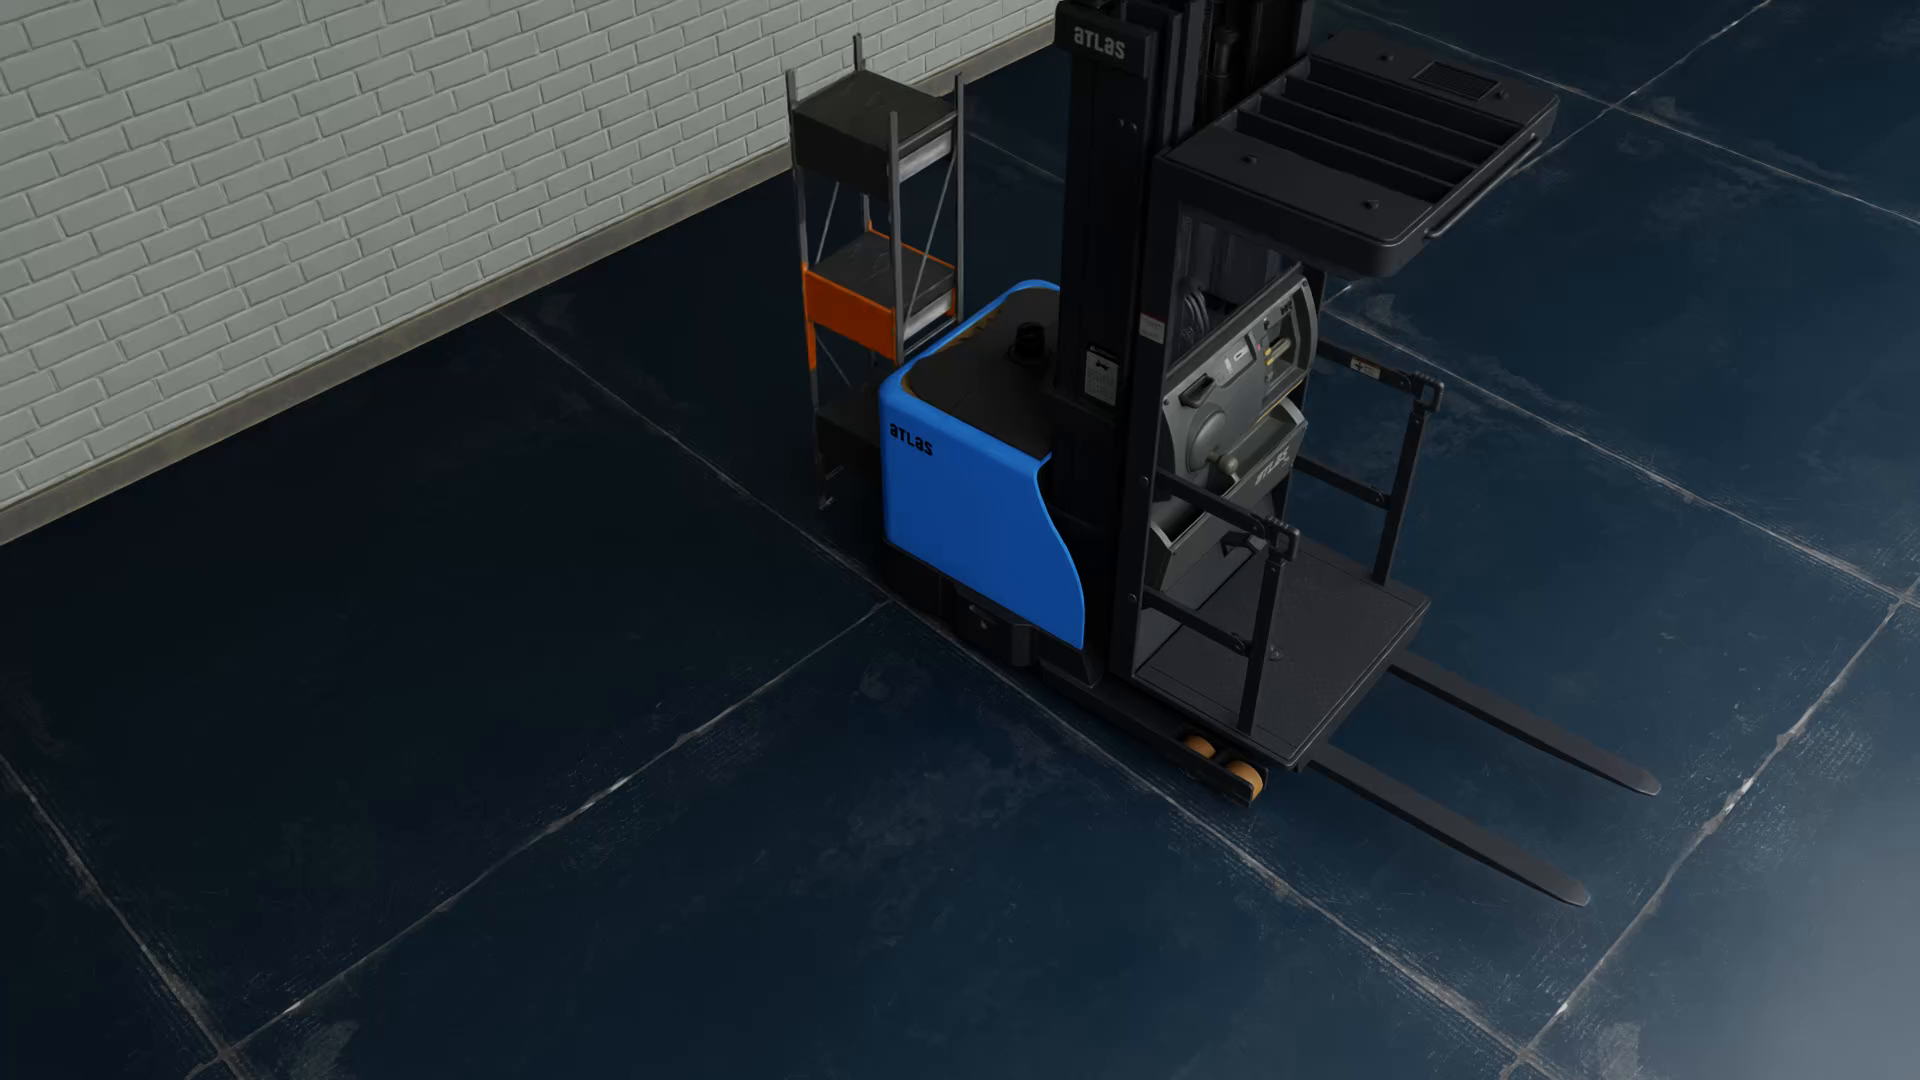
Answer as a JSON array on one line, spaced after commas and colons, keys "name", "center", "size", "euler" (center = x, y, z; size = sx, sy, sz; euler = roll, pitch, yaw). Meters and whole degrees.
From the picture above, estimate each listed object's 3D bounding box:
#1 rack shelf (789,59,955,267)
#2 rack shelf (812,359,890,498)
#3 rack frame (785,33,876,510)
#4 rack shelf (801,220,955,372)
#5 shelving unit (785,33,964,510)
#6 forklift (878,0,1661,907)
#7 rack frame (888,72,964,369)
[{"name": "rack shelf", "center": [-0.308, -1.413, 6.220], "size": [0.480, 0.518, 0.431], "euler": [29, 50, 28]}, {"name": "rack shelf", "center": [-0.308, -0.385, 7.171], "size": [0.480, 0.518, 0.431], "euler": [29, 50, 28]}, {"name": "rack frame", "center": [-0.497, -1.013, 6.799], "size": [0.015, 2.100, 0.400], "euler": [29, 50, 28]}, {"name": "rack shelf", "center": [-0.308, -0.899, 6.696], "size": [0.480, 0.518, 0.431], "euler": [29, 50, 28]}, {"name": "shelving unit", "center": [-0.308, -0.909, 6.686], "size": [0.503, 2.100, 0.431], "euler": [29, 50, 28]}, {"name": "forklift", "center": [1.134, -0.503, 5.634], "size": [3.031, 2.935, 1.130], "euler": [29, 50, 28]}, {"name": "rack frame", "center": [-0.118, -0.804, 6.573], "size": [0.015, 2.100, 0.400], "euler": [29, 50, 28]}]
